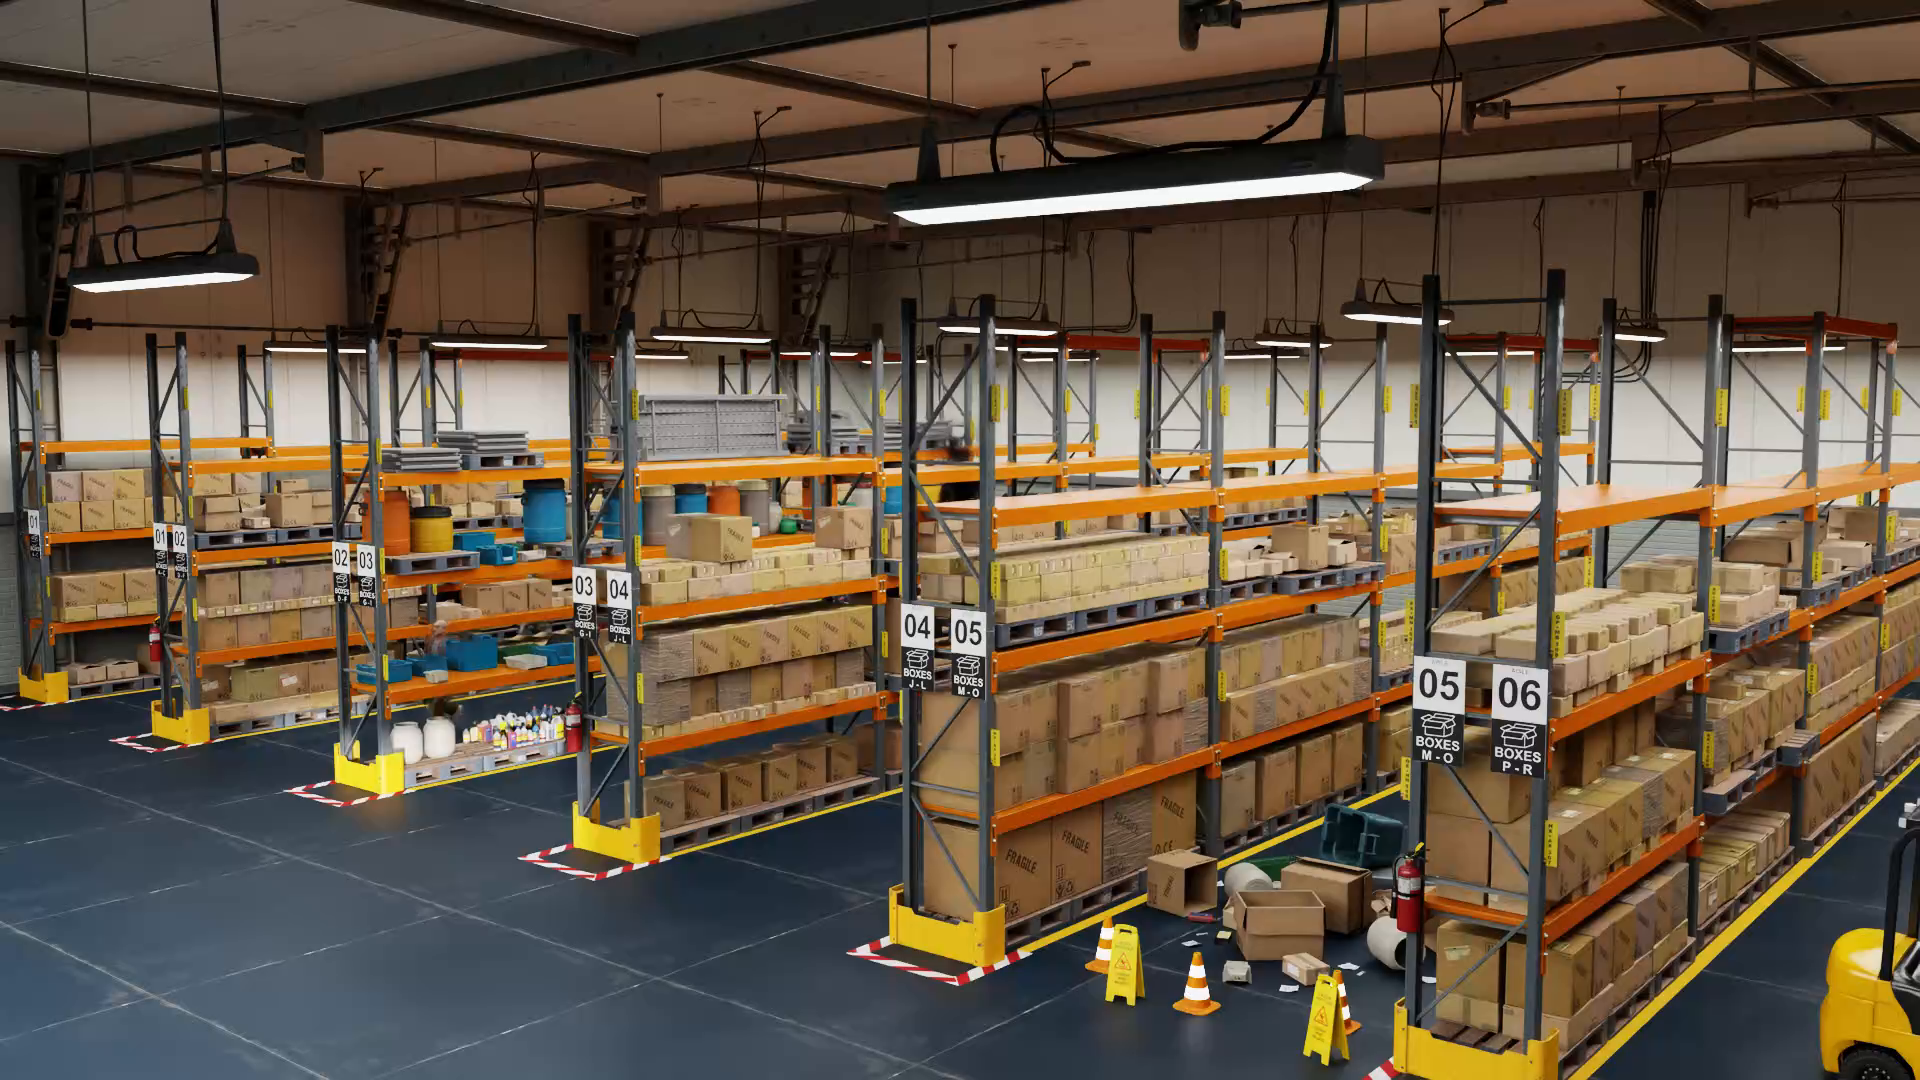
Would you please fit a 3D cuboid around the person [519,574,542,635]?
[{"bbox_3d":[-8.193,1.457,31.955,0.584,1.754,0.776,4,6,37],"label":"person"}]

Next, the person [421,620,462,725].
[{"bbox_3d":[-7.714,2.060,24.824,0.718,1.735,0.833,2,6,26],"label":"person"}]
